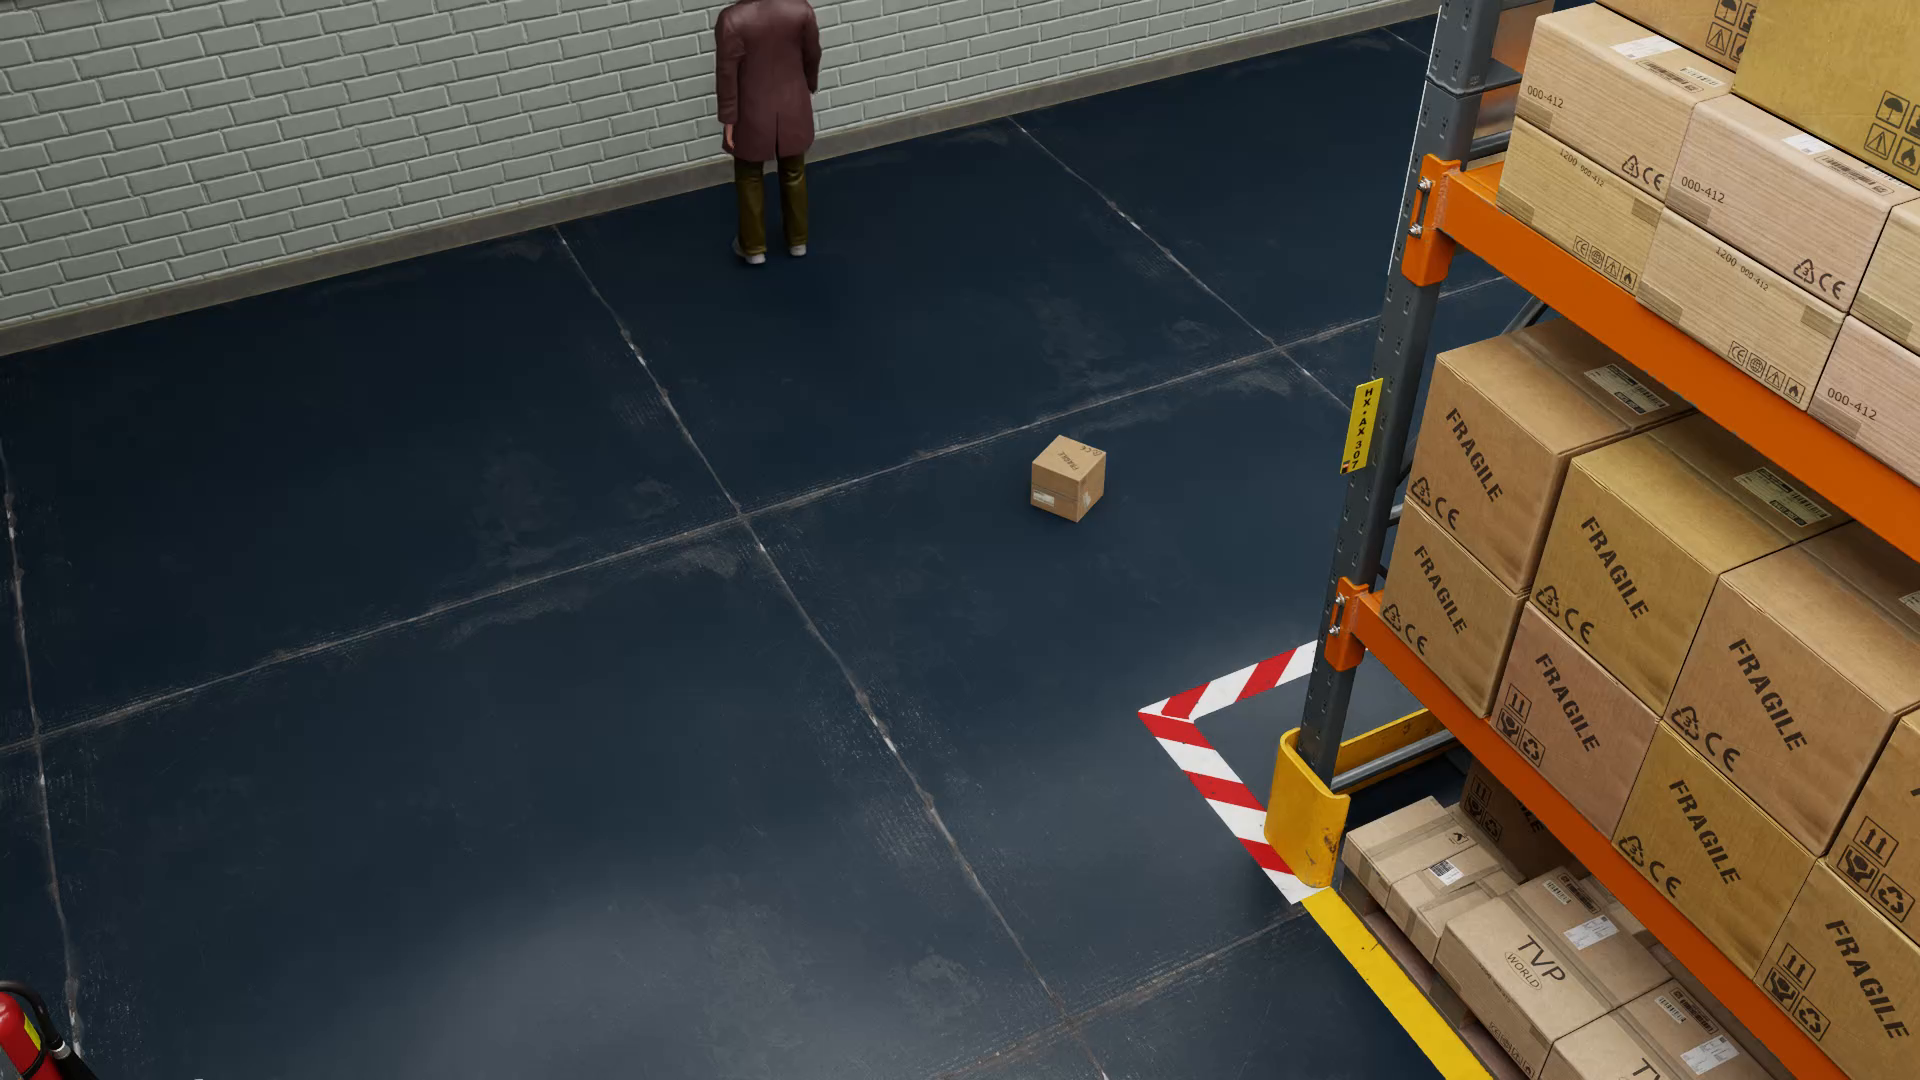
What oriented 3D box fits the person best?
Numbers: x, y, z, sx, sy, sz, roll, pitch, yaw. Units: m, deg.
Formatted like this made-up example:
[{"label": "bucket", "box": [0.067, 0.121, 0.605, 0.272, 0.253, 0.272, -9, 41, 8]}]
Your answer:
[{"label": "person", "box": [-1.028, -2.309, 8.849, 0.590, 1.812, 0.486, -13, 42, -15]}]
